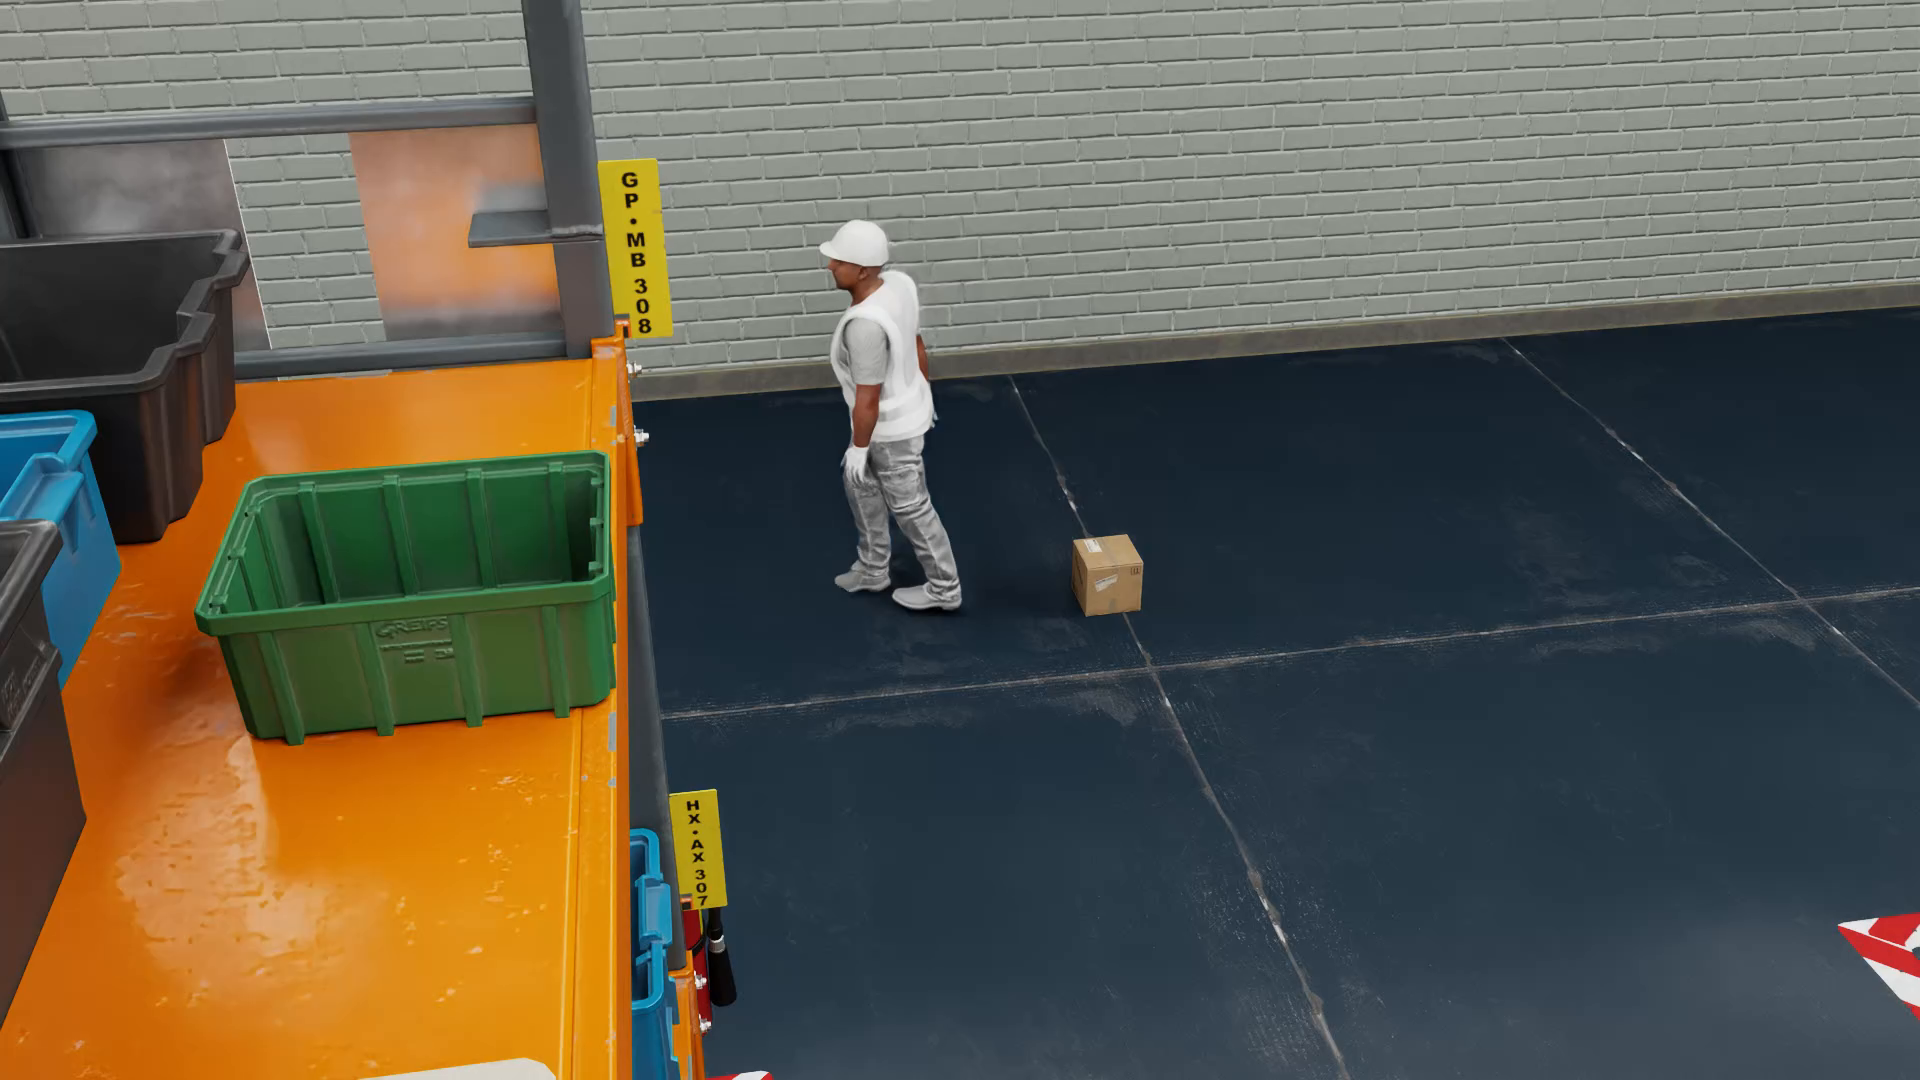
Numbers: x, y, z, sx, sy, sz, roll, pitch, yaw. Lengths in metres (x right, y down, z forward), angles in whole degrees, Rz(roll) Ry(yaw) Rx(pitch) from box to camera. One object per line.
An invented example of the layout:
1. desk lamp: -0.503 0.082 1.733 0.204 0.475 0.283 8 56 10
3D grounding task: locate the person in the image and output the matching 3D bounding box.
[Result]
1. person: -0.291 -0.461 6.915 0.601 1.812 0.592 3 31 5
